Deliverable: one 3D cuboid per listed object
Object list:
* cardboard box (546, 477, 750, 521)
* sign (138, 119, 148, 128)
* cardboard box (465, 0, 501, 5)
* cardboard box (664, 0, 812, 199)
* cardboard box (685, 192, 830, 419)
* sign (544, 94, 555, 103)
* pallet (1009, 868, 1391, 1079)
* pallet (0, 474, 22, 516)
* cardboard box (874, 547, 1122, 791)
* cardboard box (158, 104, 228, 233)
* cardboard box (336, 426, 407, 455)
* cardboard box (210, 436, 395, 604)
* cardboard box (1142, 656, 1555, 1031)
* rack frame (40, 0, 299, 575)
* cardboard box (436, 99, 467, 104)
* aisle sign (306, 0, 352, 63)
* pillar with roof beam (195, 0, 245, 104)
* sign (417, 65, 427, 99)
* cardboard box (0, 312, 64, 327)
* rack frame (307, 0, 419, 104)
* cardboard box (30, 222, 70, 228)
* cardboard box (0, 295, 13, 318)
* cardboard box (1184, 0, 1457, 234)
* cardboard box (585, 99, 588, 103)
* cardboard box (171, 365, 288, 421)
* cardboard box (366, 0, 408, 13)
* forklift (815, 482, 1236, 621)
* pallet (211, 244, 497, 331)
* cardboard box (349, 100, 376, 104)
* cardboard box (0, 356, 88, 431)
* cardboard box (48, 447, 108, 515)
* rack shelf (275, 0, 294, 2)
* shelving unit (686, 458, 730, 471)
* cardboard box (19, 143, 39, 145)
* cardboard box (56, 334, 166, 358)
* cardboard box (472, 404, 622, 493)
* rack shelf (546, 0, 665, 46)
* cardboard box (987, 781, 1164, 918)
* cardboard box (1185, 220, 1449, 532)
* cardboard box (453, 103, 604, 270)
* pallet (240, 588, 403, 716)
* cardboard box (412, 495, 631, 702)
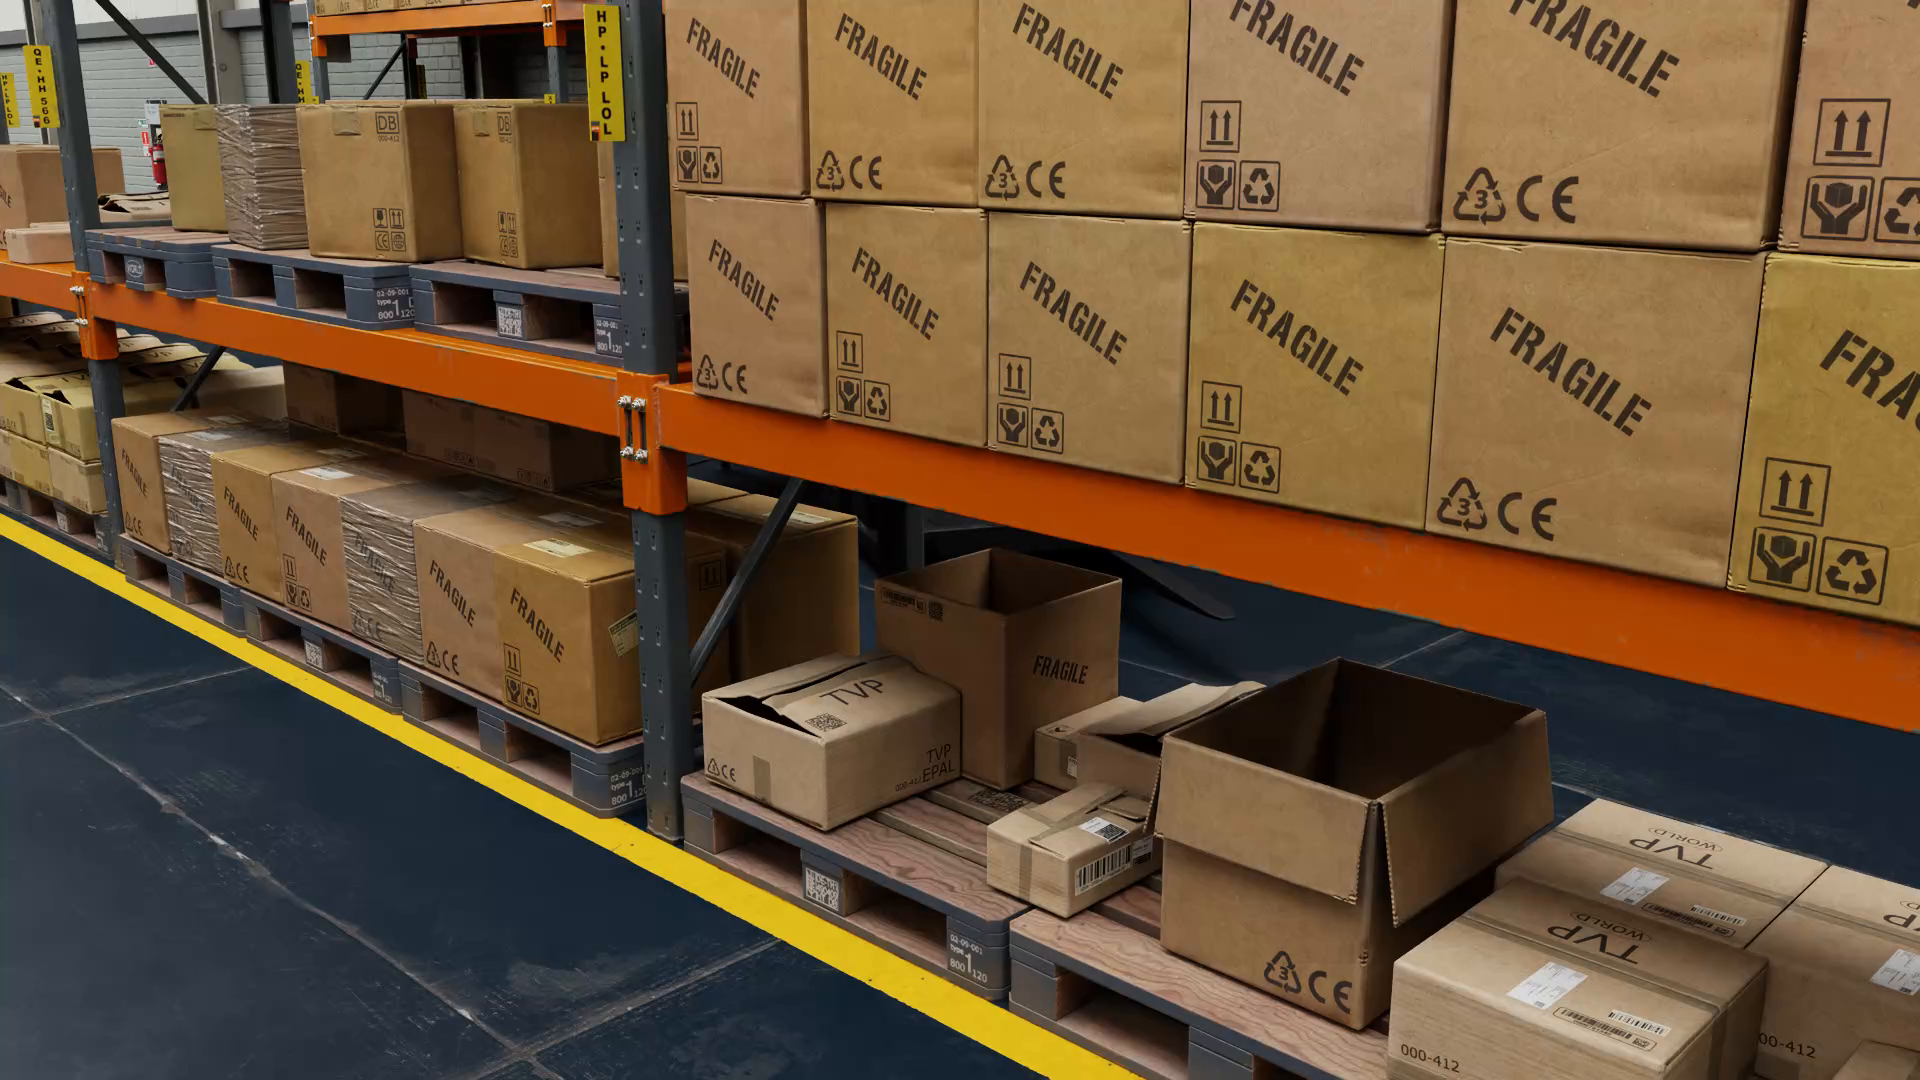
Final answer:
[{"bbox_3d":[-1.070,0.079,5.767,0.500,0.500,0.500,14,20,43],"label":"cardboard box"},{"bbox_3d":[-10.999,-5.609,22.387,0.331,0.109,0.001,14,20,42],"label":"sign"},{"bbox_3d":[-3.713,-4.642,13.611,0.500,0.500,0.500,12,19,38],"label":"cardboard box"},{"bbox_3d":[-0.356,-1.097,4.011,0.500,0.500,0.500,-14,20,-43],"label":"cardboard box"},{"bbox_3d":[-0.322,-0.608,4.117,0.500,0.500,0.500,-14,20,-43],"label":"cardboard box"},{"bbox_3d":[-3.194,-3.317,12.996,0.005,0.325,0.100,14,20,42],"label":"sign"},{"bbox_3d":[0.877,0.985,3.732,1.213,0.211,1.003,14,20,42],"label":"pallet"},{"bbox_3d":[-4.819,-0.413,9.100,1.213,0.211,1.003,14,20,42],"label":"pallet"},{"bbox_3d":[0.108,0.347,4.736,0.500,0.500,0.500,14,20,42],"label":"cardboard box"},{"bbox_3d":[-2.847,-1.560,6.938,0.500,0.500,0.700,7,16,24],"label":"cardboard box"},{"bbox_3d":[-2.171,-0.190,6.796,0.500,0.500,0.500,13,19,40],"label":"cardboard box"},{"bbox_3d":[-2.511,-0.090,6.415,0.500,0.500,0.500,13,20,41],"label":"cardboard box"},{"bbox_3d":[0.857,0.625,3.663,0.637,0.503,0.797,14,20,42],"label":"cardboard box"},{"bbox_3d":[-3.379,-1.398,7.349,0.127,3.000,1.000,14,20,42],"label":"rack frame"},{"bbox_3d":[-4.096,-3.501,14.190,0.500,0.500,0.500,13,19,41],"label":"cardboard box"},{"bbox_3d":[-5.962,-4.914,15.687,0.004,0.787,0.394,14,20,42],"label":"aisle sign"},{"bbox_3d":[-11.905,-6.904,16.582,0.400,9.000,9.100,14,20,42],"label":"pillar with roof beam"},{"bbox_3d":[-5.303,-4.508,16.363,0.005,0.325,0.100,14,20,42],"label":"sign"},{"bbox_3d":[-5.768,-1.223,10.186,0.500,0.311,0.500,14,20,42],"label":"cardboard box"},{"bbox_3d":[-5.702,-3.698,16.175,0.127,3.000,1.000,14,20,42],"label":"rack frame"},{"bbox_3d":[-4.336,-1.489,8.198,0.380,0.149,0.250,-13,19,-40],"label":"cardboard box"},{"bbox_3d":[-6.375,-1.472,10.764,0.500,0.500,0.500,14,20,42],"label":"cardboard box"},{"bbox_3d":[0.758,-0.826,2.973,0.500,0.500,0.500,-14,20,-42],"label":"cardboard box"},{"bbox_3d":[-3.016,-3.418,13.872,0.500,0.500,0.500,13,19,41],"label":"cardboard box"},{"bbox_3d":[-3.552,-0.687,8.128,0.500,0.311,0.500,-14,20,-42],"label":"cardboard box"},{"bbox_3d":[-4.897,-4.913,14.652,0.500,0.500,0.500,-13,20,-42],"label":"cardboard box"},{"bbox_3d":[0.205,-1.260,6.956,1.130,2.935,3.031,-5,15,-18],"label":"forklift"},{"bbox_3d":[-1.976,-0.966,6.070,1.213,0.211,1.003,14,20,42],"label":"pallet"},{"bbox_3d":[-5.218,-3.771,15.228,0.500,0.500,0.500,14,20,42],"label":"cardboard box"},{"bbox_3d":[-4.667,-0.768,8.437,0.500,0.311,0.500,13,20,42],"label":"cardboard box"},{"bbox_3d":[-3.927,-0.318,7.826,0.500,0.250,0.500,-14,20,-43],"label":"cardboard box"},{"bbox_3d":[-1.939,-2.151,5.718,4.000,0.370,1.077,14,20,42],"label":"rack shelf"},{"bbox_3d":[-0.998,-0.848,8.957,1.048,1.125,0.538,8,16,27],"label":"shelving unit"},{"bbox_3d":[-5.338,-1.917,9.142,0.500,0.500,0.500,-13,19,-40],"label":"cardboard box"},{"bbox_3d":[-4.672,-0.957,9.164,0.500,0.311,0.500,13,20,42],"label":"cardboard box"},{"bbox_3d":[-1.398,-0.368,5.993,0.500,0.250,0.500,14,20,42],"label":"cardboard box"},{"bbox_3d":[-1.383,-3.751,11.858,4.000,0.370,1.077,14,20,42],"label":"rack shelf"},{"bbox_3d":[0.282,0.722,3.957,0.250,0.166,0.380,14,20,42],"label":"cardboard box"},{"bbox_3d":[0.775,-0.342,3.097,0.500,0.500,0.500,13,20,41],"label":"cardboard box"},{"bbox_3d":[-1.224,-1.182,5.488,0.700,0.500,0.500,-11,18,-35],"label":"cardboard box"},{"bbox_3d":[-1.994,0.302,6.353,1.213,0.211,1.003,14,20,42],"label":"pallet"},{"bbox_3d":[-1.404,0.176,5.391,0.500,0.500,0.500,14,20,42],"label":"cardboard box"}]
